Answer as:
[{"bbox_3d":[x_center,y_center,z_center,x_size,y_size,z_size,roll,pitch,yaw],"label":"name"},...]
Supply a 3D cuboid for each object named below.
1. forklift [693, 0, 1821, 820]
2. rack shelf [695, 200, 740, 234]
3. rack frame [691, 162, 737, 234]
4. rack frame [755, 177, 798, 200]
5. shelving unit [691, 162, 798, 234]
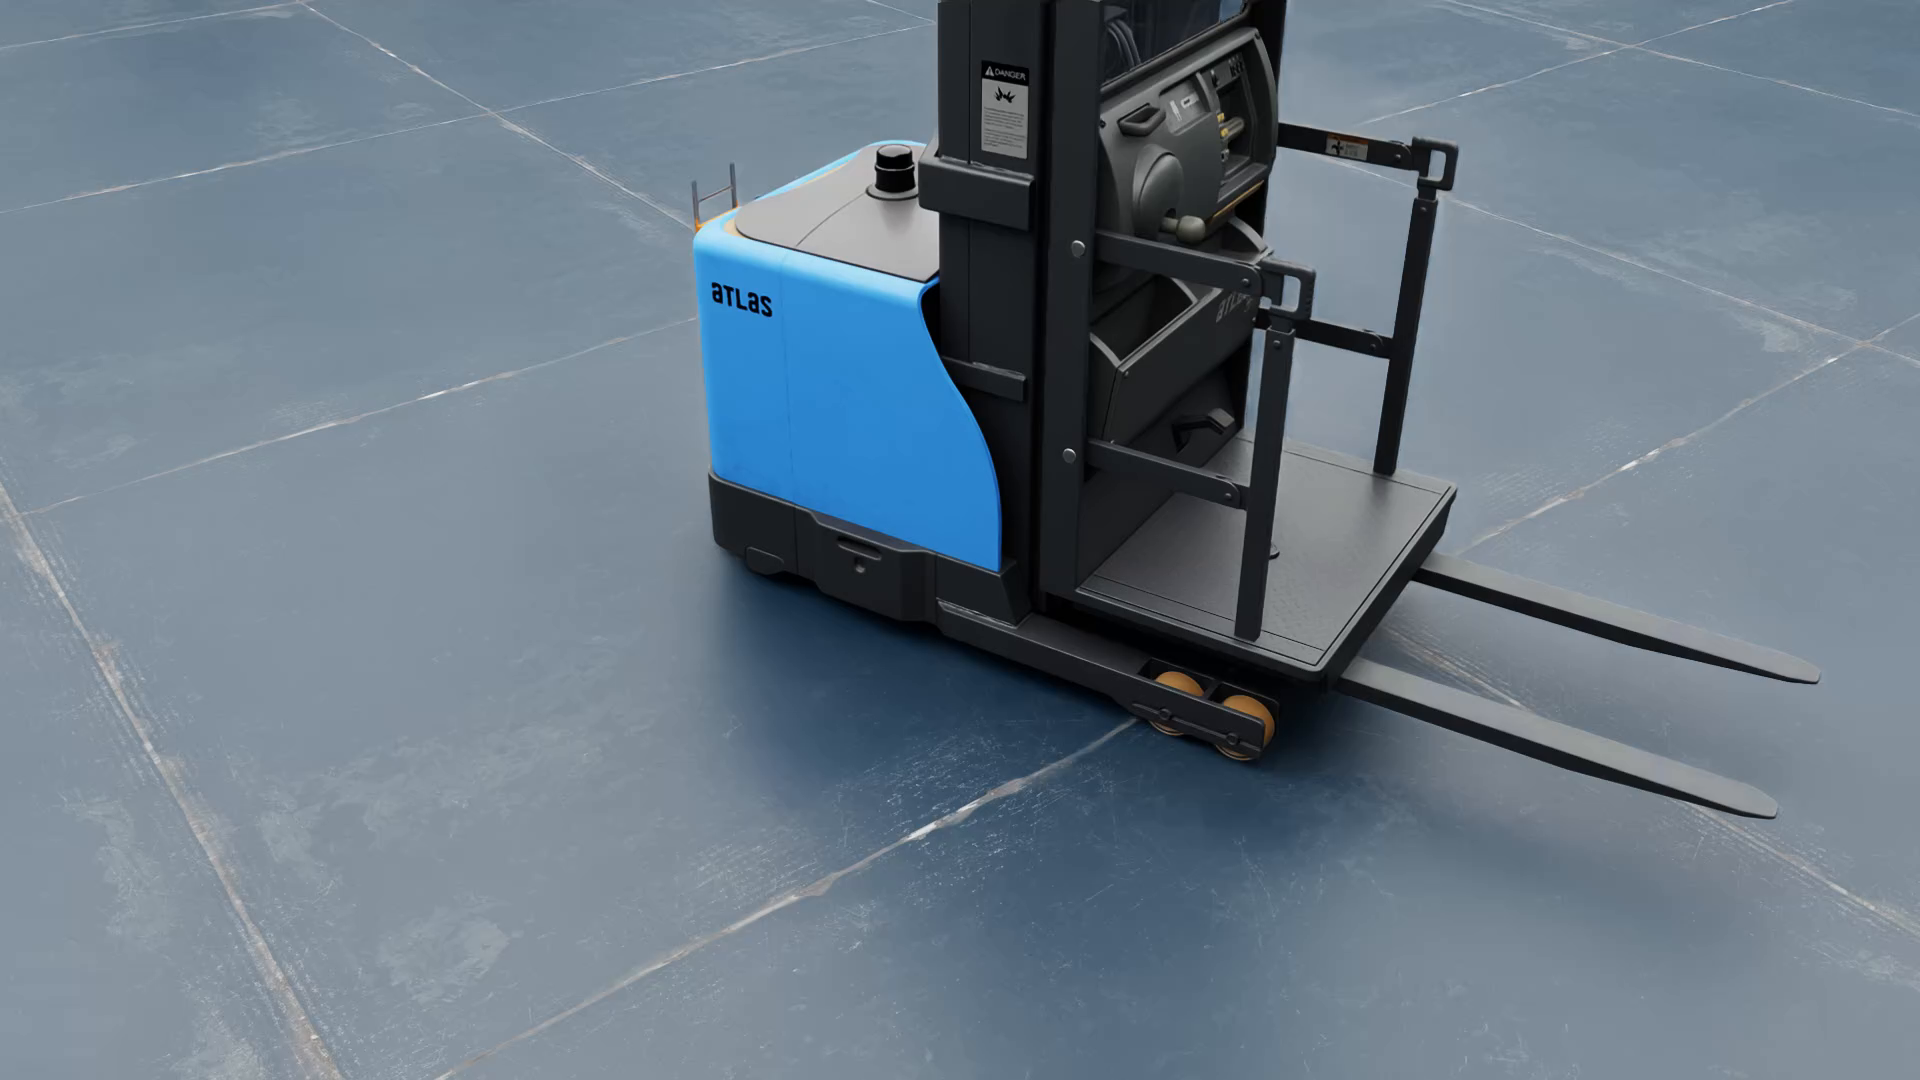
[{"bbox_3d":[0.760,-0.993,4.071,3.031,2.935,1.130,18,36,27],"label":"forklift"},{"bbox_3d":[-0.650,-0.874,5.144,0.240,0.259,0.215,18,36,27],"label":"rack shelf"},{"bbox_3d":[-0.753,-0.676,5.344,0.008,1.050,0.200,18,36,27],"label":"rack frame"},{"bbox_3d":[-0.546,-0.608,5.233,0.008,1.050,0.200,18,36,27],"label":"rack frame"},{"bbox_3d":[-0.650,-0.642,5.288,0.252,1.050,0.215,18,36,27],"label":"shelving unit"}]
